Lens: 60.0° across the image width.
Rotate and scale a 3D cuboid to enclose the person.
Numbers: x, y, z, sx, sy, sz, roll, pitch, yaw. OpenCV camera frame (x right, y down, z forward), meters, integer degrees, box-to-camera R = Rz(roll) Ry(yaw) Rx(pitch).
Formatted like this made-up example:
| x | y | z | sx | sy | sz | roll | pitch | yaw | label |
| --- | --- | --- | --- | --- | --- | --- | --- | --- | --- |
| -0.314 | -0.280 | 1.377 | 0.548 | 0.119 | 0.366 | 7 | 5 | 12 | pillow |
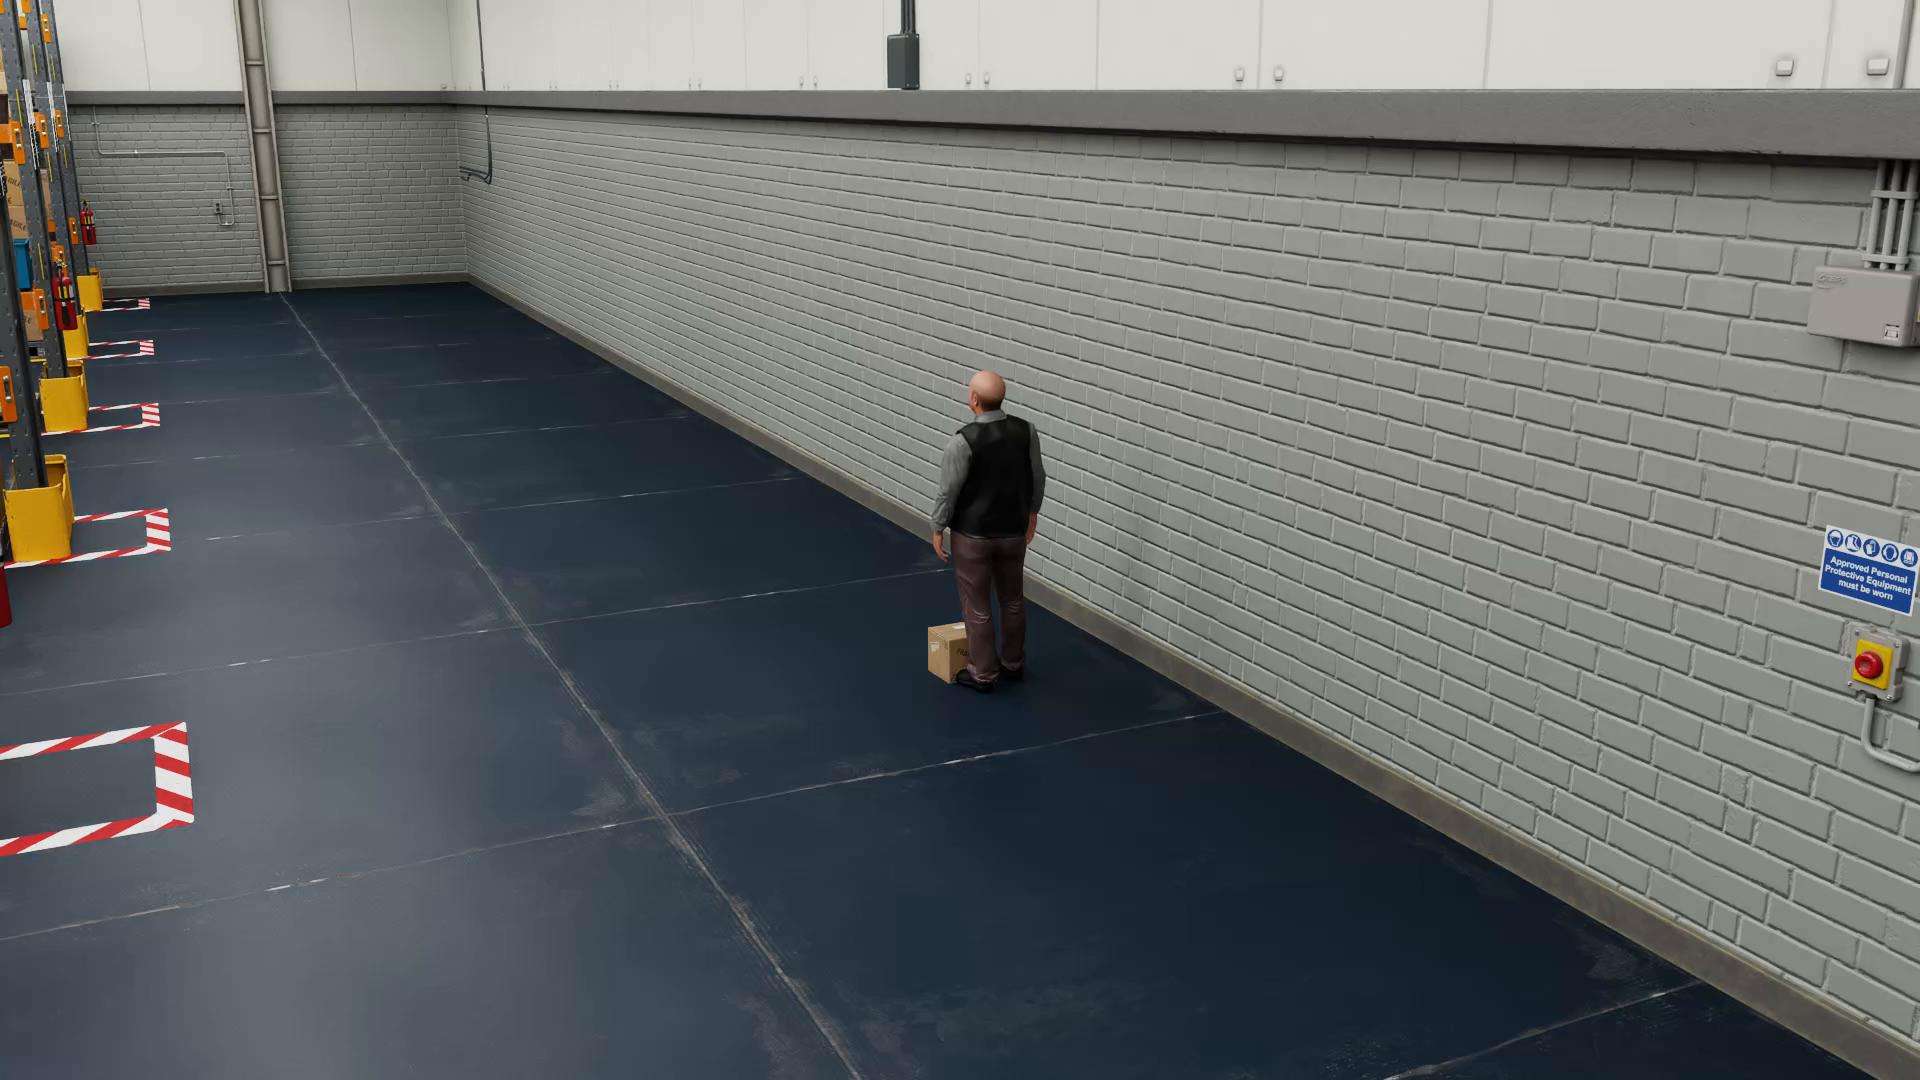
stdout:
| x | y | z | sx | sy | sz | roll | pitch | yaw | label |
| --- | --- | --- | --- | --- | --- | --- | --- | --- | --- |
| 0.116 | -0.055 | 8.739 | 0.634 | 1.723 | 0.550 | -7 | 17 | -25 | person |
